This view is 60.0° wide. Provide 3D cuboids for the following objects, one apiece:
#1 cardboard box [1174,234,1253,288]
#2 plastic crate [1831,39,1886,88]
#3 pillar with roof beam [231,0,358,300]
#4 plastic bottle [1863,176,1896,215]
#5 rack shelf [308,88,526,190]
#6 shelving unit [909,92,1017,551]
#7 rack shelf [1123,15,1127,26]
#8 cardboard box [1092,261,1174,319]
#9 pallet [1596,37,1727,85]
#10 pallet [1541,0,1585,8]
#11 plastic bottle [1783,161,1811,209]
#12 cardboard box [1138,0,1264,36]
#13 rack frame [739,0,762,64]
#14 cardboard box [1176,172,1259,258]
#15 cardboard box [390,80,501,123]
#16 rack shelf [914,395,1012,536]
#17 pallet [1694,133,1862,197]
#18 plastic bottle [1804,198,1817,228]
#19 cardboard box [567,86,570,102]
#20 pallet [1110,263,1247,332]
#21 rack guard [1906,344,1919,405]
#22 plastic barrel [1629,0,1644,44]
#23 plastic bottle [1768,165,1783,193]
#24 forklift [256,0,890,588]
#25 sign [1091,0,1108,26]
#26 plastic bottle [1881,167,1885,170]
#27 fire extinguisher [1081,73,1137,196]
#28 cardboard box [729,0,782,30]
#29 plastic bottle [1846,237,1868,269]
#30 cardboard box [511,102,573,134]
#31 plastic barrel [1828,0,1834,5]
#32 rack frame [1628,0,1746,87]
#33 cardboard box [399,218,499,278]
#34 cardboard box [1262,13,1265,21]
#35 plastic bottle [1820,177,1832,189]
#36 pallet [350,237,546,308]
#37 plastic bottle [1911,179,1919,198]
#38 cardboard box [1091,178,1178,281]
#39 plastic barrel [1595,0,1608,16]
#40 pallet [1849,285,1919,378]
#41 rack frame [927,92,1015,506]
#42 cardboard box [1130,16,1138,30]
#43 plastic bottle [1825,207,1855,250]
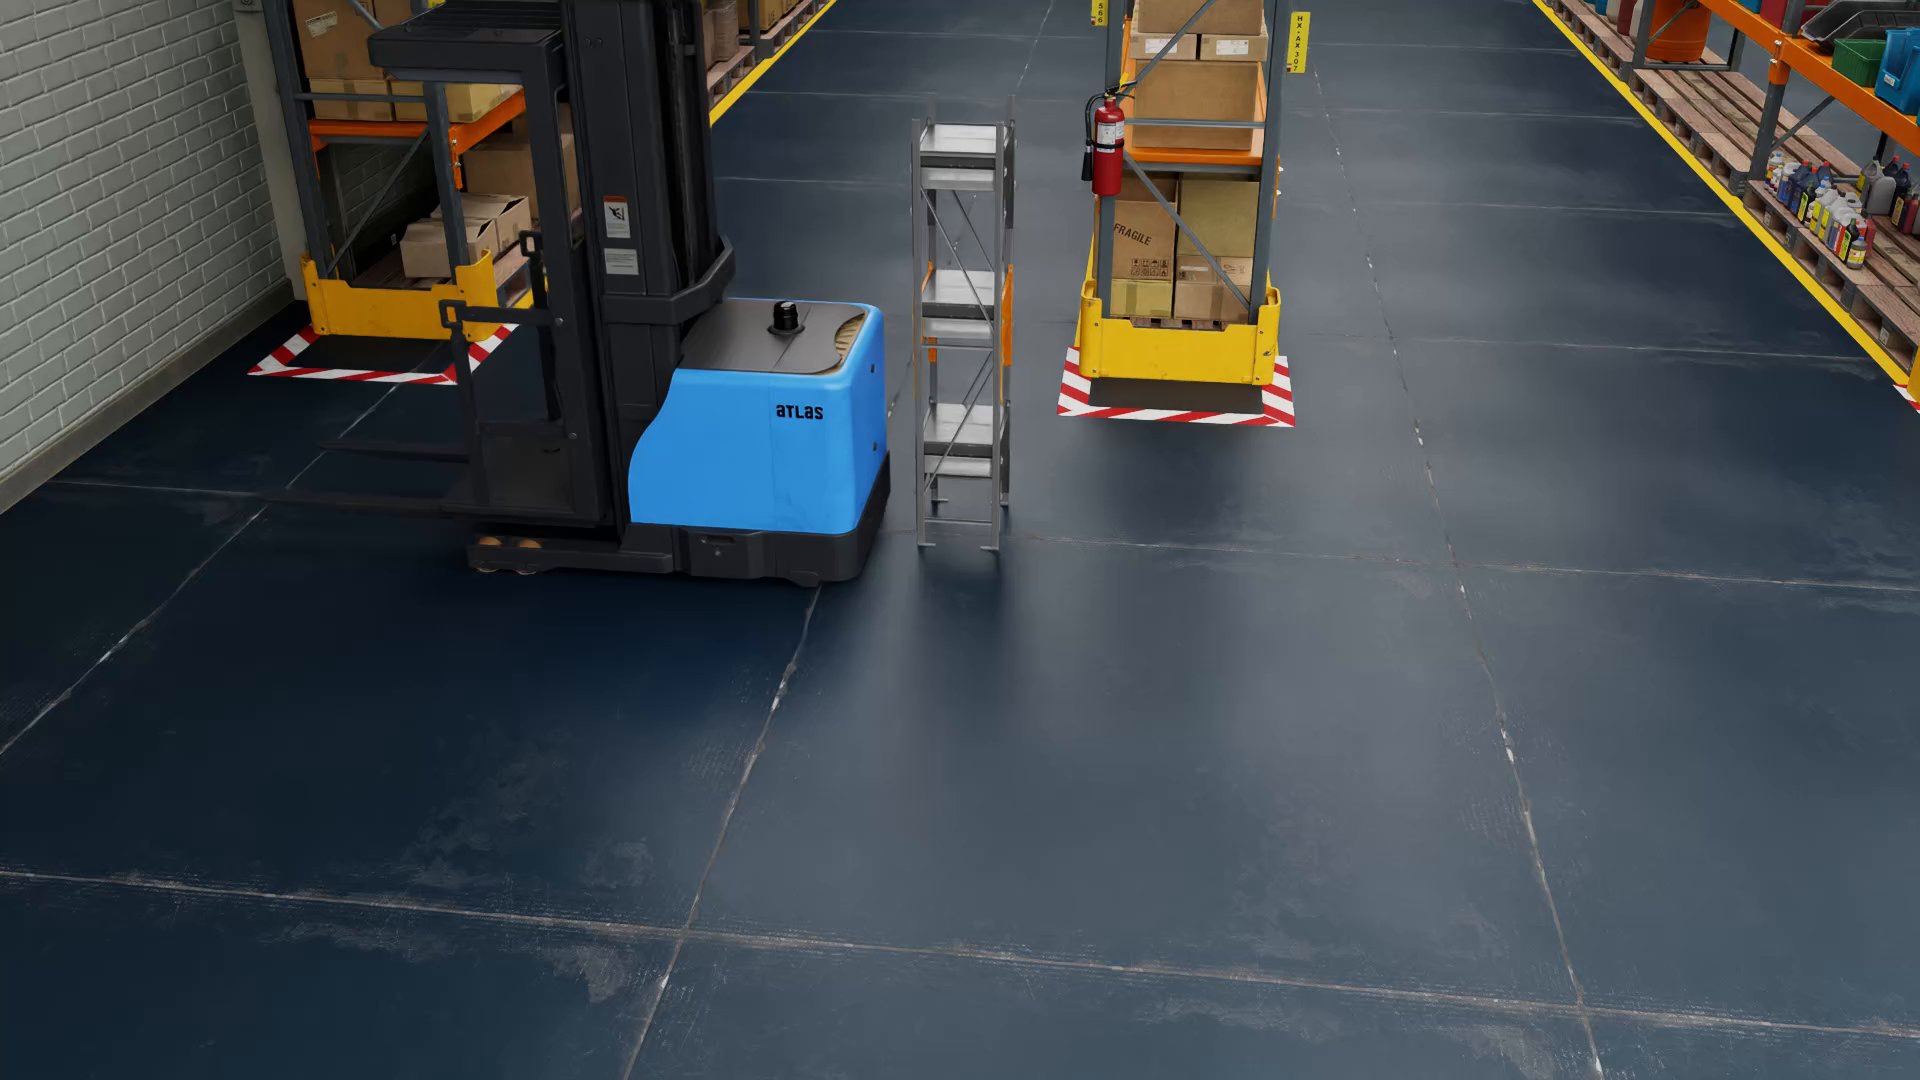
[{"bbox_3d":[1.665,-1.821,10.924,0.500,0.250,0.500,3,28,6],"label":"cardboard box"},{"bbox_3d":[6.280,-3.249,11.342,0.450,0.188,0.662,3,28,6],"label":"plastic crate"},{"bbox_3d":[-0.096,-5.429,8.838,9.100,9.000,0.400,3,28,6],"label":"pillar with roof beam"},{"bbox_3d":[6.760,-2.546,12.221,0.152,0.276,0.135,3,28,6],"label":"plastic bottle"},{"bbox_3d":[-3.351,-3.283,11.939,1.077,0.370,4.000,3,28,6],"label":"rack shelf"},{"bbox_3d":[0.020,-1.002,7.897,0.431,2.100,0.503,3,28,6],"label":"shelving unit"},{"bbox_3d":[2.056,-4.879,14.903,1.077,0.370,4.000,3,28,6],"label":"rack shelf"},{"bbox_3d":[1.094,-1.616,10.543,0.500,0.250,0.500,3,28,6],"label":"cardboard box"},{"bbox_3d":[7.272,-4.994,17.297,1.003,0.211,1.213,3,28,6],"label":"pallet"},{"bbox_3d":[7.759,-6.851,20.745,1.003,0.211,1.213,3,28,6],"label":"pallet"},{"bbox_3d":[6.216,-2.637,12.310,0.144,0.351,0.185,4,29,8],"label":"plastic bottle"},{"bbox_3d":[1.398,-3.231,9.611,0.700,0.500,0.500,3,29,6],"label":"cardboard box"},{"bbox_3d":[-2.615,-6.424,17.011,1.000,3.000,0.127,3,28,6],"label":"rack frame"},{"bbox_3d":[1.667,-2.151,10.746,0.500,0.500,0.500,3,28,6],"label":"cardboard box"},{"bbox_3d":[-3.221,-2.812,10.444,0.500,0.250,0.500,3,28,5],"label":"cardboard box"},{"bbox_3d":[0.020,-0.374,8.235,0.431,0.518,0.480,3,28,6],"label":"rack shelf"},{"bbox_3d":[6.785,-3.109,13.799,1.003,0.211,1.213,3,28,6],"label":"pallet"},{"bbox_3d":[6.135,-2.350,11.936,0.097,0.201,0.097,0,28,0],"label":"plastic bottle"},{"bbox_3d":[-3.032,-3.981,14.649,0.700,0.500,0.500,4,29,8],"label":"cardboard box"},{"bbox_3d":[1.373,-1.507,10.824,1.003,0.211,1.213,3,28,6],"label":"pallet"},{"bbox_3d":[6.199,-1.020,9.616,1.175,0.500,0.348,3,28,6],"label":"rack guard"},{"bbox_3d":[7.240,-5.440,17.365,0.421,0.512,0.421,0,28,0],"label":"plastic barrel"},{"bbox_3d":[6.240,-2.754,12.686,0.097,0.201,0.097,0,28,0],"label":"plastic bottle"},{"bbox_3d":[-1.916,-1.367,7.697,3.031,2.935,1.130,4,29,7],"label":"forklift"},{"bbox_3d":[0.784,-3.024,9.230,0.100,0.325,0.005,3,28,6],"label":"sign"},{"bbox_3d":[6.992,-2.738,12.656,0.097,0.201,0.097,0,28,0],"label":"plastic bottle"},{"bbox_3d":[0.846,-2.309,9.455,0.296,0.674,0.183,3,28,6],"label":"fire extinguisher"},{"bbox_3d":[-2.395,-6.001,18.049,0.750,0.750,0.750,3,28,6],"label":"cardboard box"},{"bbox_3d":[6.027,-1.934,11.163,0.097,0.201,0.097,0,28,0],"label":"plastic bottle"},{"bbox_3d":[-3.193,-3.143,13.093,0.500,0.500,0.500,1,28,2],"label":"cardboard box"},{"bbox_3d":[7.062,-4.462,13.227,0.433,0.535,0.433,0,28,0],"label":"plastic barrel"},{"bbox_3d":[7.217,-5.848,15.942,1.000,3.000,0.127,3,28,6],"label":"rack frame"},{"bbox_3d":[-3.422,-1.988,11.149,0.500,0.311,0.500,0,28,0],"label":"cardboard box"},{"bbox_3d":[1.645,-3.115,10.080,0.380,0.149,0.250,3,29,6],"label":"cardboard box"},{"bbox_3d":[6.318,-2.526,12.190,0.097,0.271,0.097,0,28,0],"label":"plastic bottle"},{"bbox_3d":[-3.452,-1.846,11.455,1.003,0.211,1.213,3,28,6],"label":"pallet"},{"bbox_3d":[6.871,-2.430,11.927,0.144,0.351,0.185,3,28,6],"label":"plastic bottle"},{"bbox_3d":[1.092,-1.946,10.365,0.500,0.500,0.500,3,28,6],"label":"cardboard box"},{"bbox_3d":[7.537,-6.403,18.743,0.600,0.901,0.708,3,28,6],"label":"plastic barrel"},{"bbox_3d":[6.304,-1.275,10.394,1.003,0.211,1.213,3,28,6],"label":"pallet"},{"bbox_3d":[0.050,-1.117,8.110,0.400,2.100,0.015,3,28,6],"label":"rack frame"},{"bbox_3d":[1.210,-3.015,9.895,0.380,0.149,0.250,4,29,7],"label":"cardboard box"},{"bbox_3d":[6.102,-2.149,11.484,0.152,0.276,0.135,3,28,5],"label":"plastic bottle"}]
